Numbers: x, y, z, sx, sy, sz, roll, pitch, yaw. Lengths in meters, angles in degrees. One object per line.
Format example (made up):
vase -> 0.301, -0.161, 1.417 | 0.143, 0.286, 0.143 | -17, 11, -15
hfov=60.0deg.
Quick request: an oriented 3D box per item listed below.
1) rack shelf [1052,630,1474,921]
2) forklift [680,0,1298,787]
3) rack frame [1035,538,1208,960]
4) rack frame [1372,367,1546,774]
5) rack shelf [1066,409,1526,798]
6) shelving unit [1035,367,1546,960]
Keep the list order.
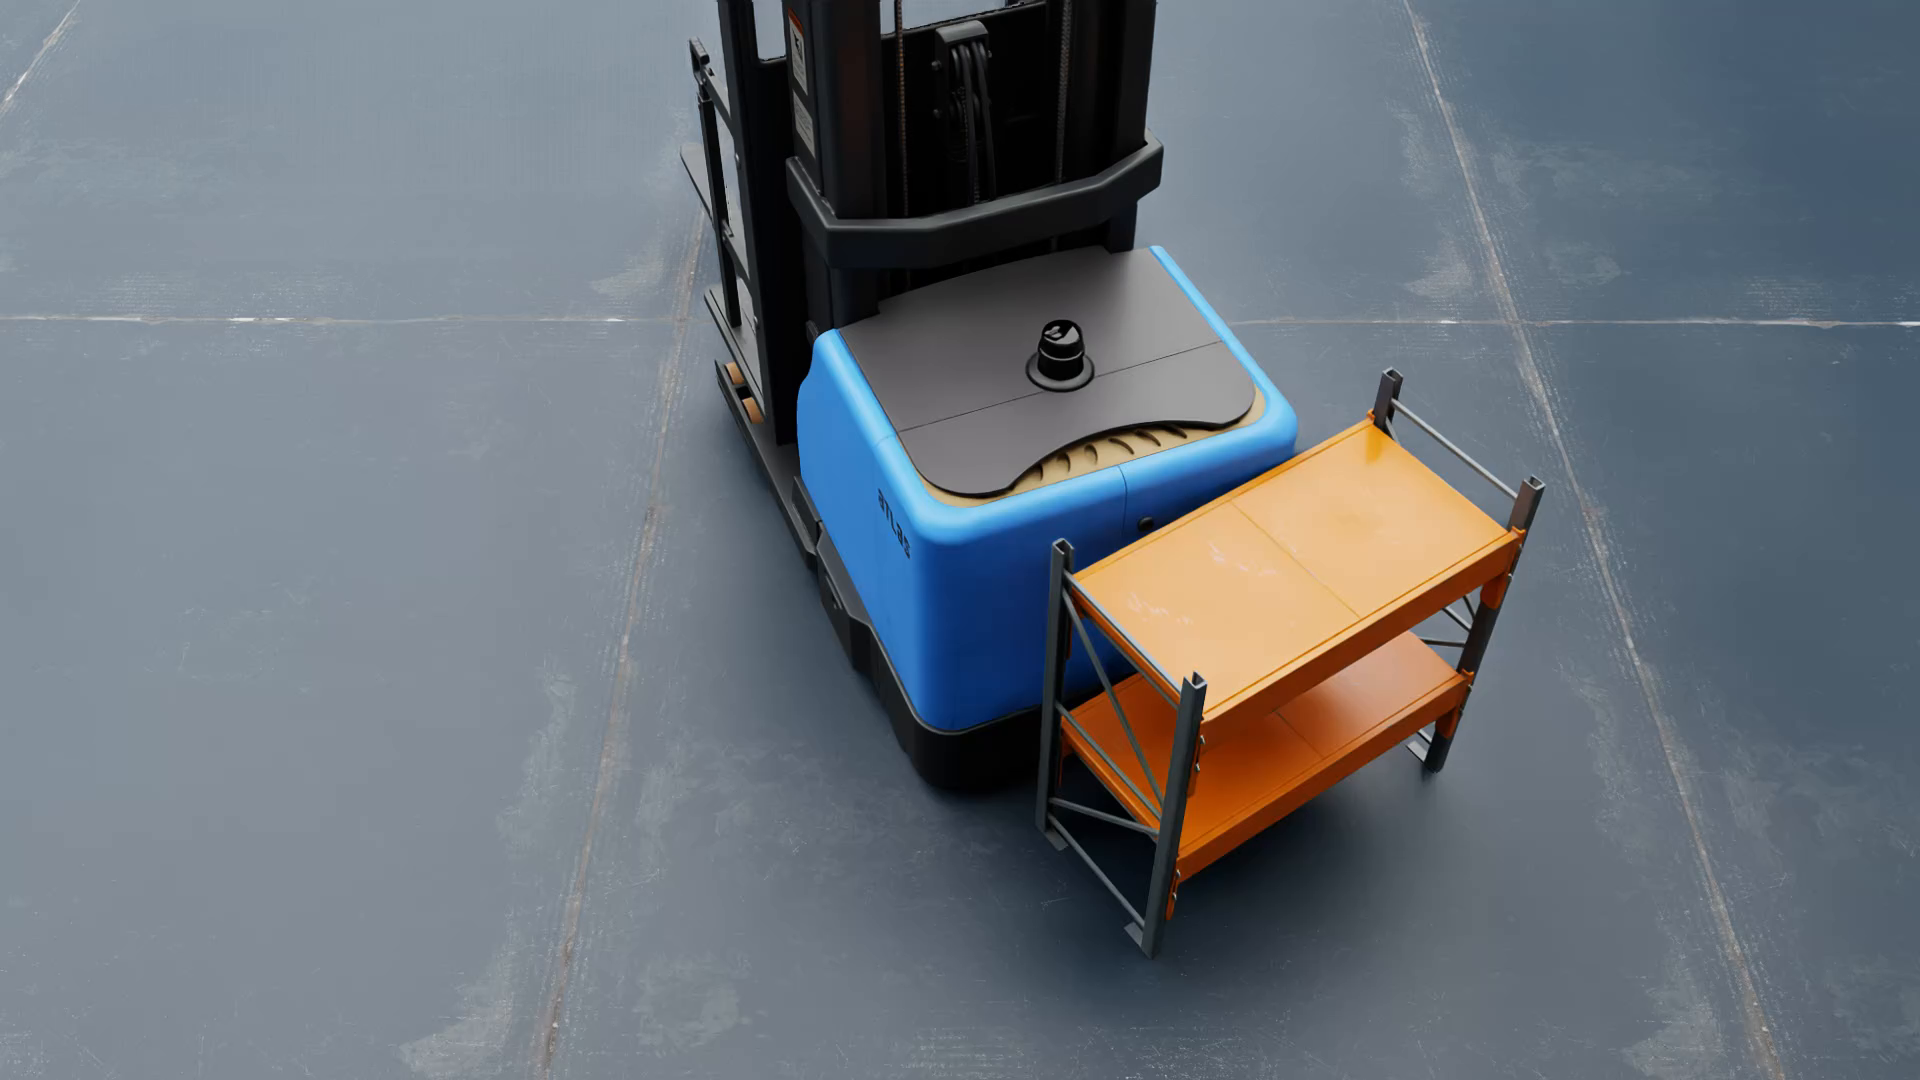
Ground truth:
rack shelf -> 0.778, 0.490, 4.360 | 1.000, 0.278, 0.538 | -27, 53, -23
forklift -> -0.177, -1.424, 4.573 | 1.130, 2.935, 3.031 | -17, 49, -15
rack frame -> 0.359, 0.534, 3.984 | 0.032, 1.125, 0.500 | -27, 53, -23
rack frame -> 1.196, 0.112, 4.377 | 0.032, 1.125, 0.500 | -27, 53, -23
rack shelf -> 0.778, 0.124, 3.966 | 1.000, 0.278, 0.538 | -27, 53, -23
shelving unit -> 0.778, 0.323, 4.181 | 1.048, 1.125, 0.538 | -27, 53, -23
